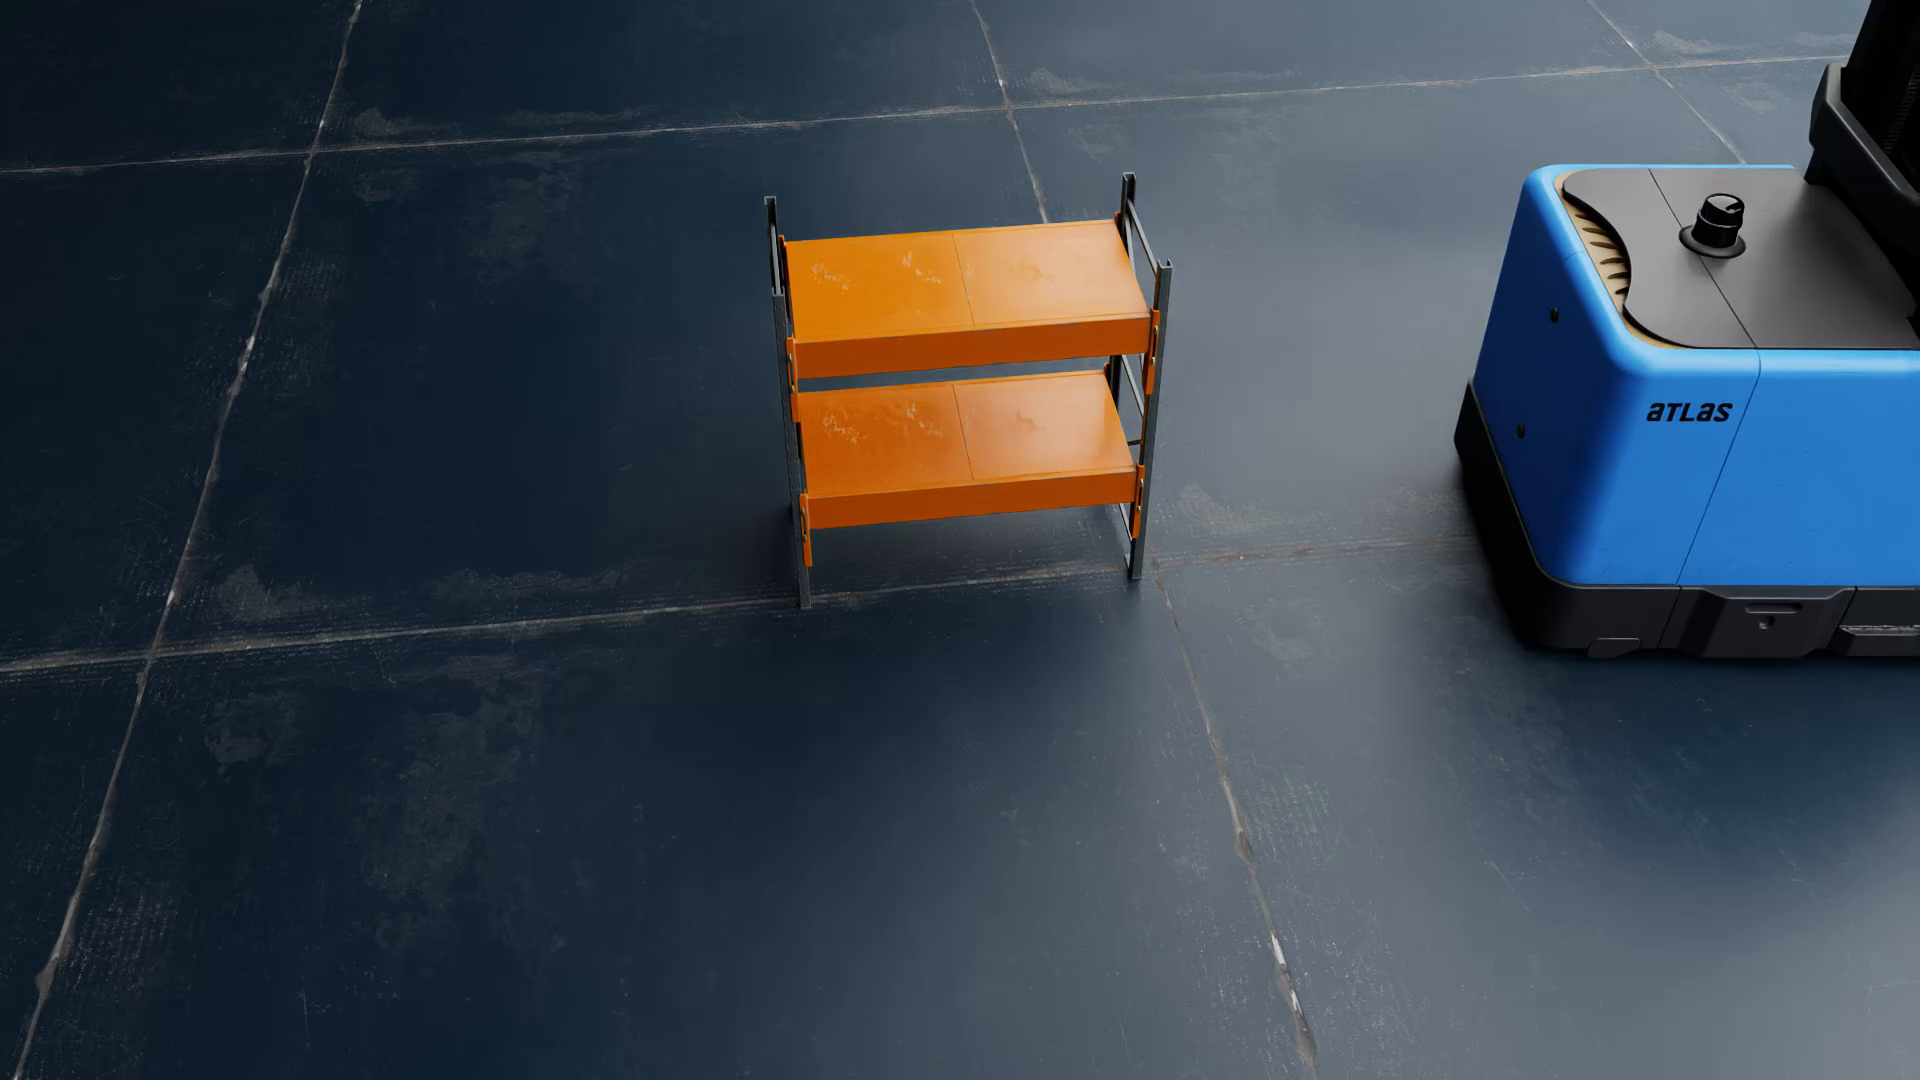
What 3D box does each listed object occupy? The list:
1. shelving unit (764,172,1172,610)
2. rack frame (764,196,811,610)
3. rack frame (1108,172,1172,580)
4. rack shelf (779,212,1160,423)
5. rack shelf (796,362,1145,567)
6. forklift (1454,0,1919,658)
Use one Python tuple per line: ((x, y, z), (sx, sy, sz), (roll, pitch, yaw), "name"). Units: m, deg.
((0.007, -0.418, 4.874), (1.048, 1.125, 0.538), (-5, 42, -6), "shelving unit")
((-0.497, -0.374, 4.825), (0.032, 1.125, 0.500), (-5, 42, -6), "rack frame")
((0.511, -0.462, 4.923), (0.032, 1.125, 0.500), (-5, 42, -6), "rack frame")
((0.007, -0.636, 4.678), (1.000, 0.278, 0.538), (-5, 42, -6), "rack shelf")
((0.007, -0.237, 5.038), (1.000, 0.278, 0.538), (-5, 42, -6), "rack shelf")
((3.147, -1.069, 4.247), (3.031, 2.935, 1.130), (0, 42, 0), "forklift")
